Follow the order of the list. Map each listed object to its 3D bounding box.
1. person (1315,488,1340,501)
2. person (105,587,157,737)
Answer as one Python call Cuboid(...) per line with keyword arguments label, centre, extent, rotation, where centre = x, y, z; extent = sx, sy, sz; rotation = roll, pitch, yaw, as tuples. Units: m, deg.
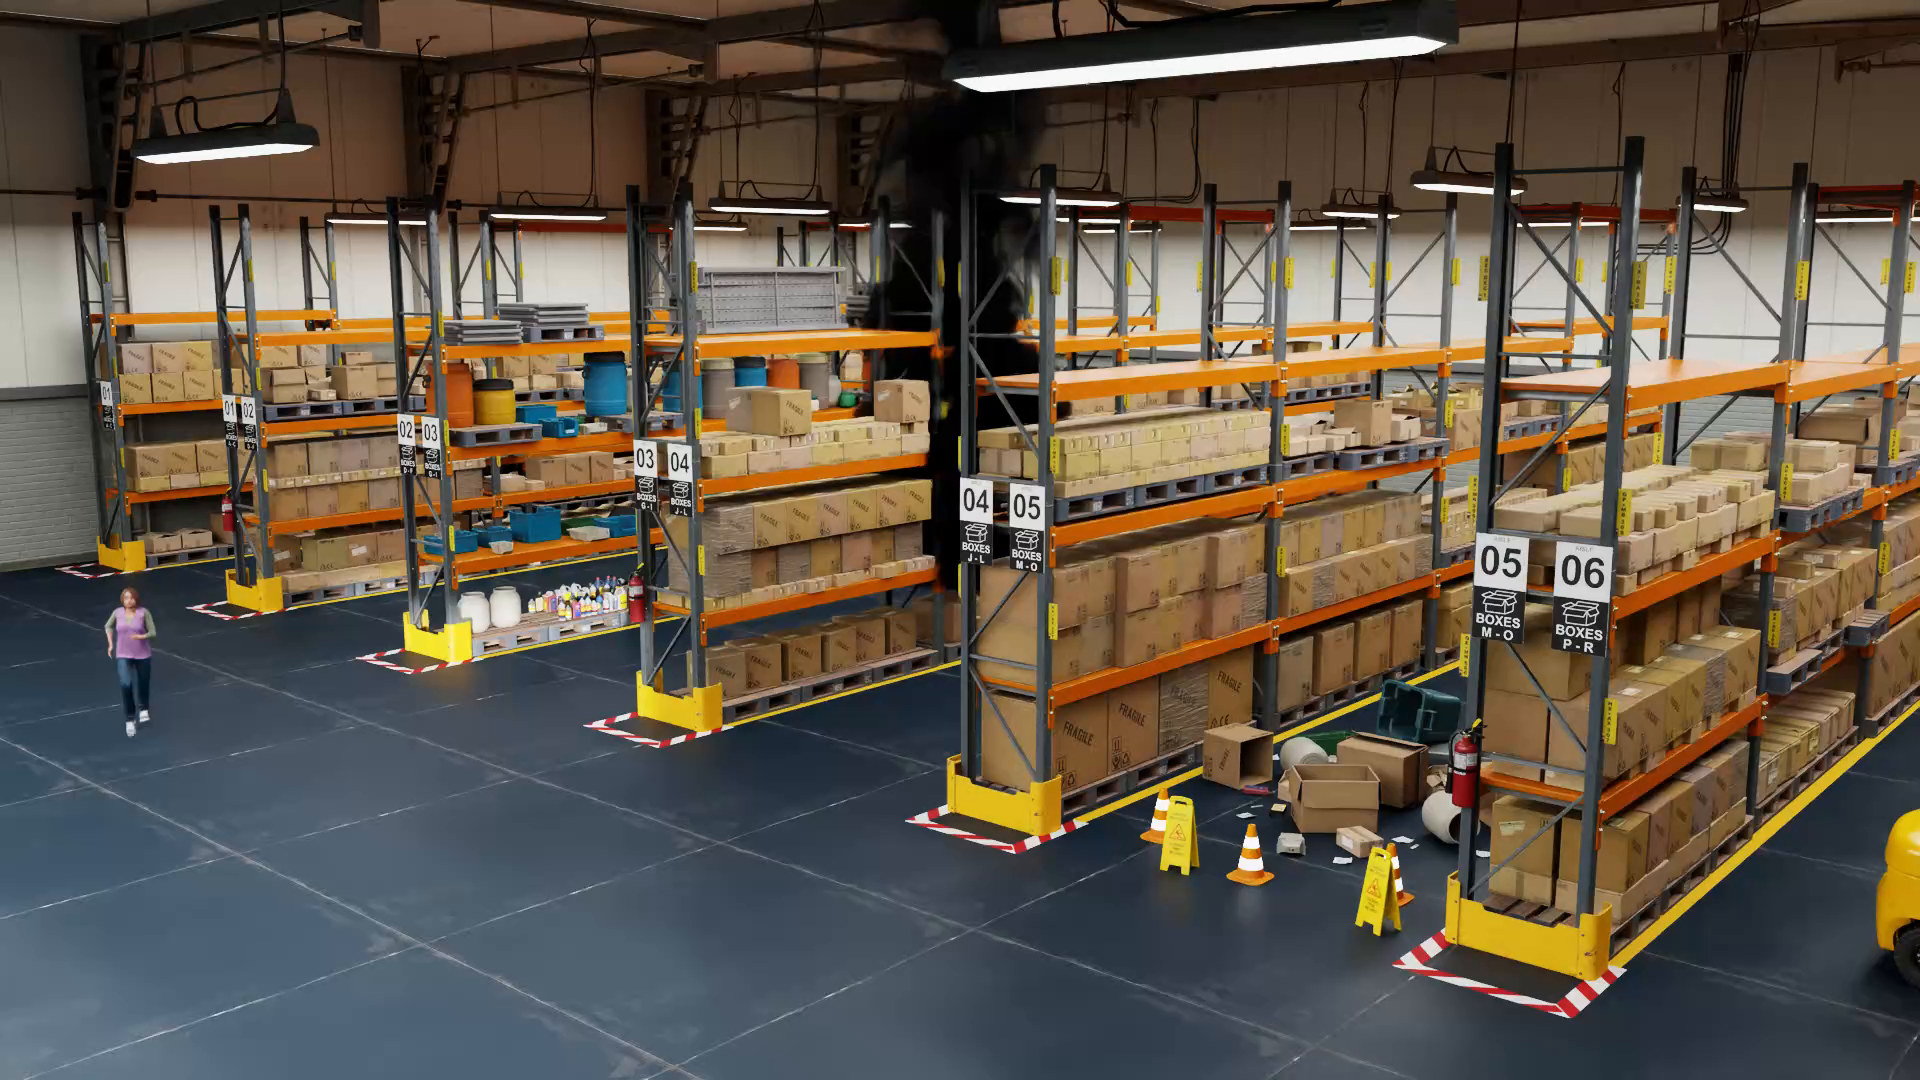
Cuboid(label="person", centre=(5.807, -0.050, 26.236), extent=(0.669, 1.848, 0.831), rotation=(5, 11, 29))
Cuboid(label="person", centre=(-9.174, 1.333, 18.451), extent=(0.504, 1.644, 0.711), rotation=(-5, 11, -27))
